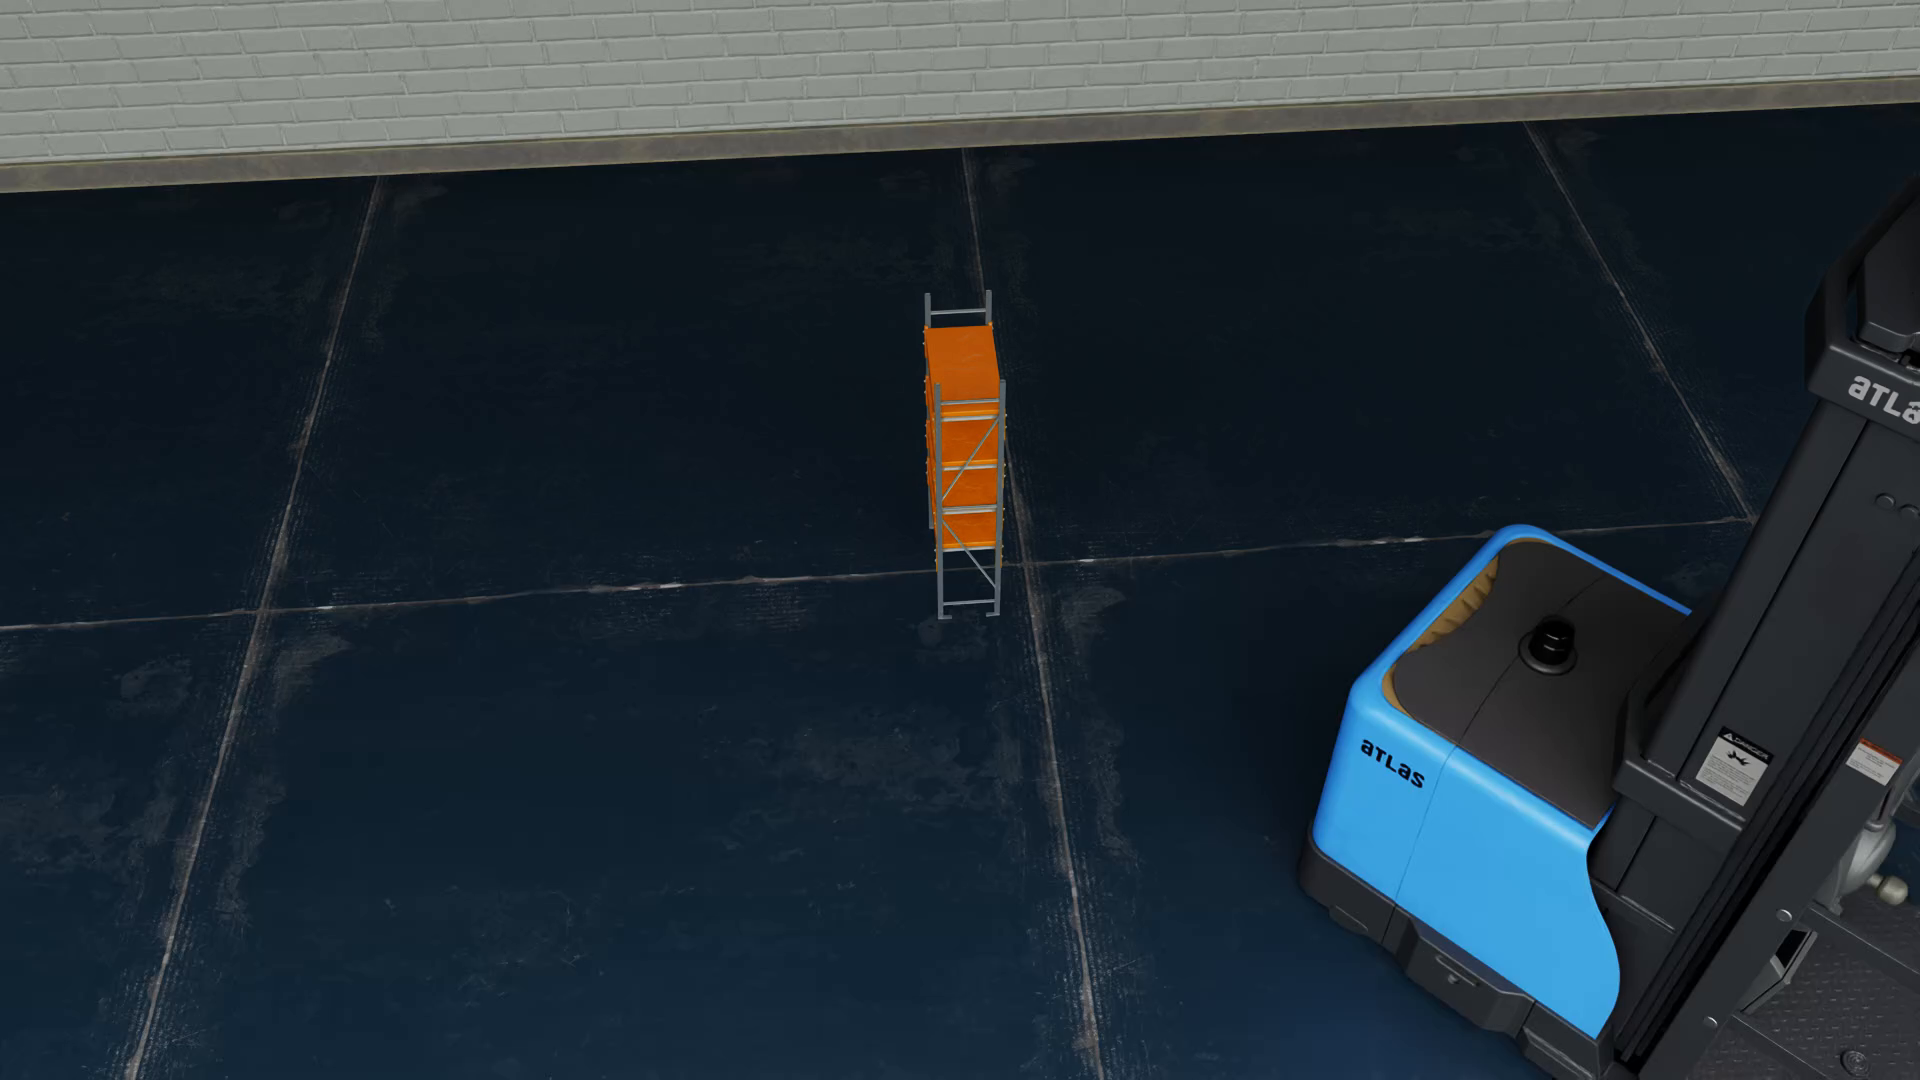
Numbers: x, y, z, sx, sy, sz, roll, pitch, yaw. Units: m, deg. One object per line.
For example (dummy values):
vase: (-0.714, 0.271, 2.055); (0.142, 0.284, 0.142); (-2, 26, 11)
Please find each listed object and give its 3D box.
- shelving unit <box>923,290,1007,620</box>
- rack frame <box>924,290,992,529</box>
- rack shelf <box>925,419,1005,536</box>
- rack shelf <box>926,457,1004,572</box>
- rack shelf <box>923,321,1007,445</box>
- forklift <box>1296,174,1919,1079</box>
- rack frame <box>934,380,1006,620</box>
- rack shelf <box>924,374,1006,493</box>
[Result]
shelving unit: (0.014, -0.293, 6.201); (0.258, 1.200, 0.503); (-3, 47, -3)
rack frame: (-0.007, -0.469, 6.368); (0.240, 1.200, 0.015); (-3, 47, -3)
rack shelf: (0.014, -0.247, 6.250); (0.258, 0.148, 0.480); (-3, 47, -3)
rack shelf: (0.014, -0.110, 6.394); (0.258, 0.148, 0.480); (-3, 47, -3)
rack shelf: (0.014, -0.563, 5.916); (0.258, 0.148, 0.480); (-3, 47, -3)
forklift: (2.559, 0.633, 4.132); (3.031, 2.935, 1.130); (33, 55, 28)
rack frame: (0.034, -0.116, 6.034); (0.240, 1.200, 0.015); (-3, 47, -3)
rack shelf: (0.014, -0.400, 6.087); (0.258, 0.148, 0.480); (-3, 47, -3)
